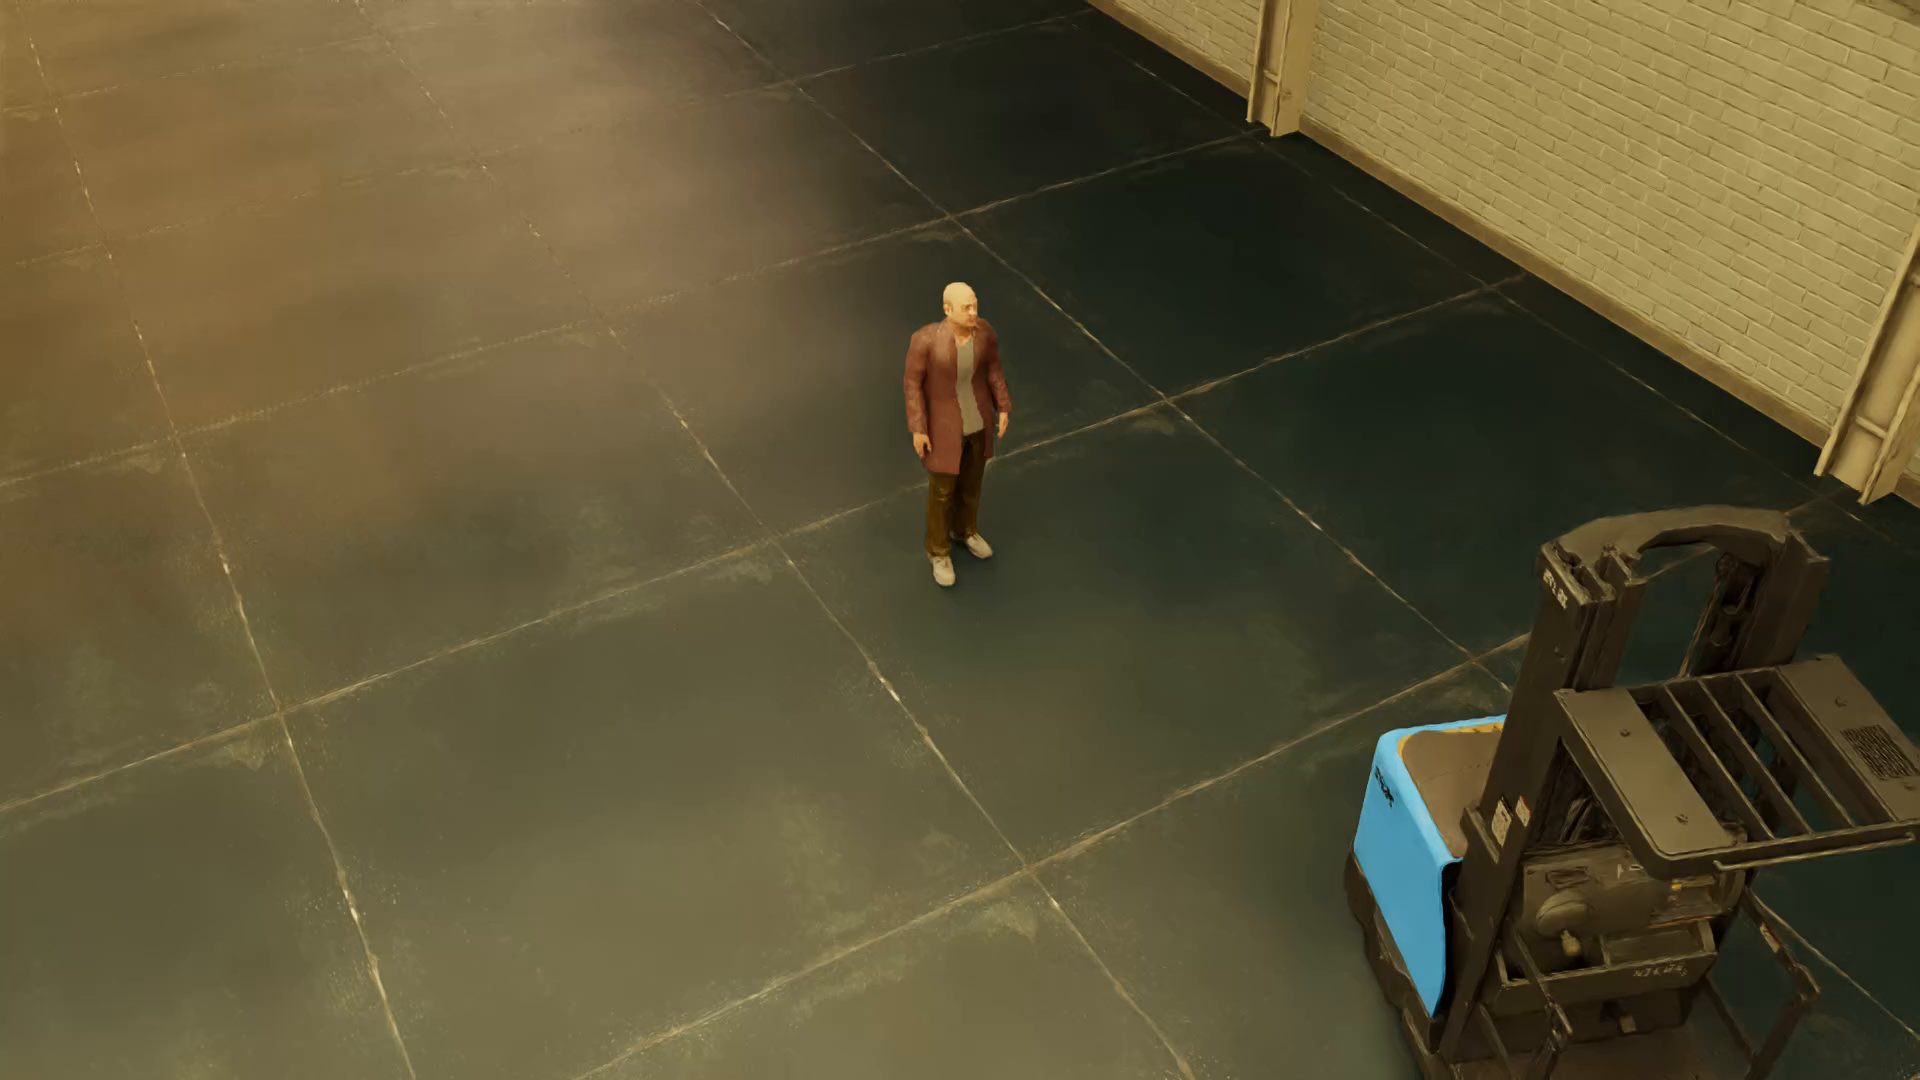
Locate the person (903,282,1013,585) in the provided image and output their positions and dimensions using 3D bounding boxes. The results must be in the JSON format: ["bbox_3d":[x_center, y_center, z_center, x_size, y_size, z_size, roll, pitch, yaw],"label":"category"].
[{"bbox_3d":[0.042,-0.638,9.697,0.694,1.776,0.580,-20,44,-23],"label":"person"}]

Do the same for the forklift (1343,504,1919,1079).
[{"bbox_3d":[2.654,1.445,6.293,1.130,2.935,3.031,-7,40,-8],"label":"forklift"}]
